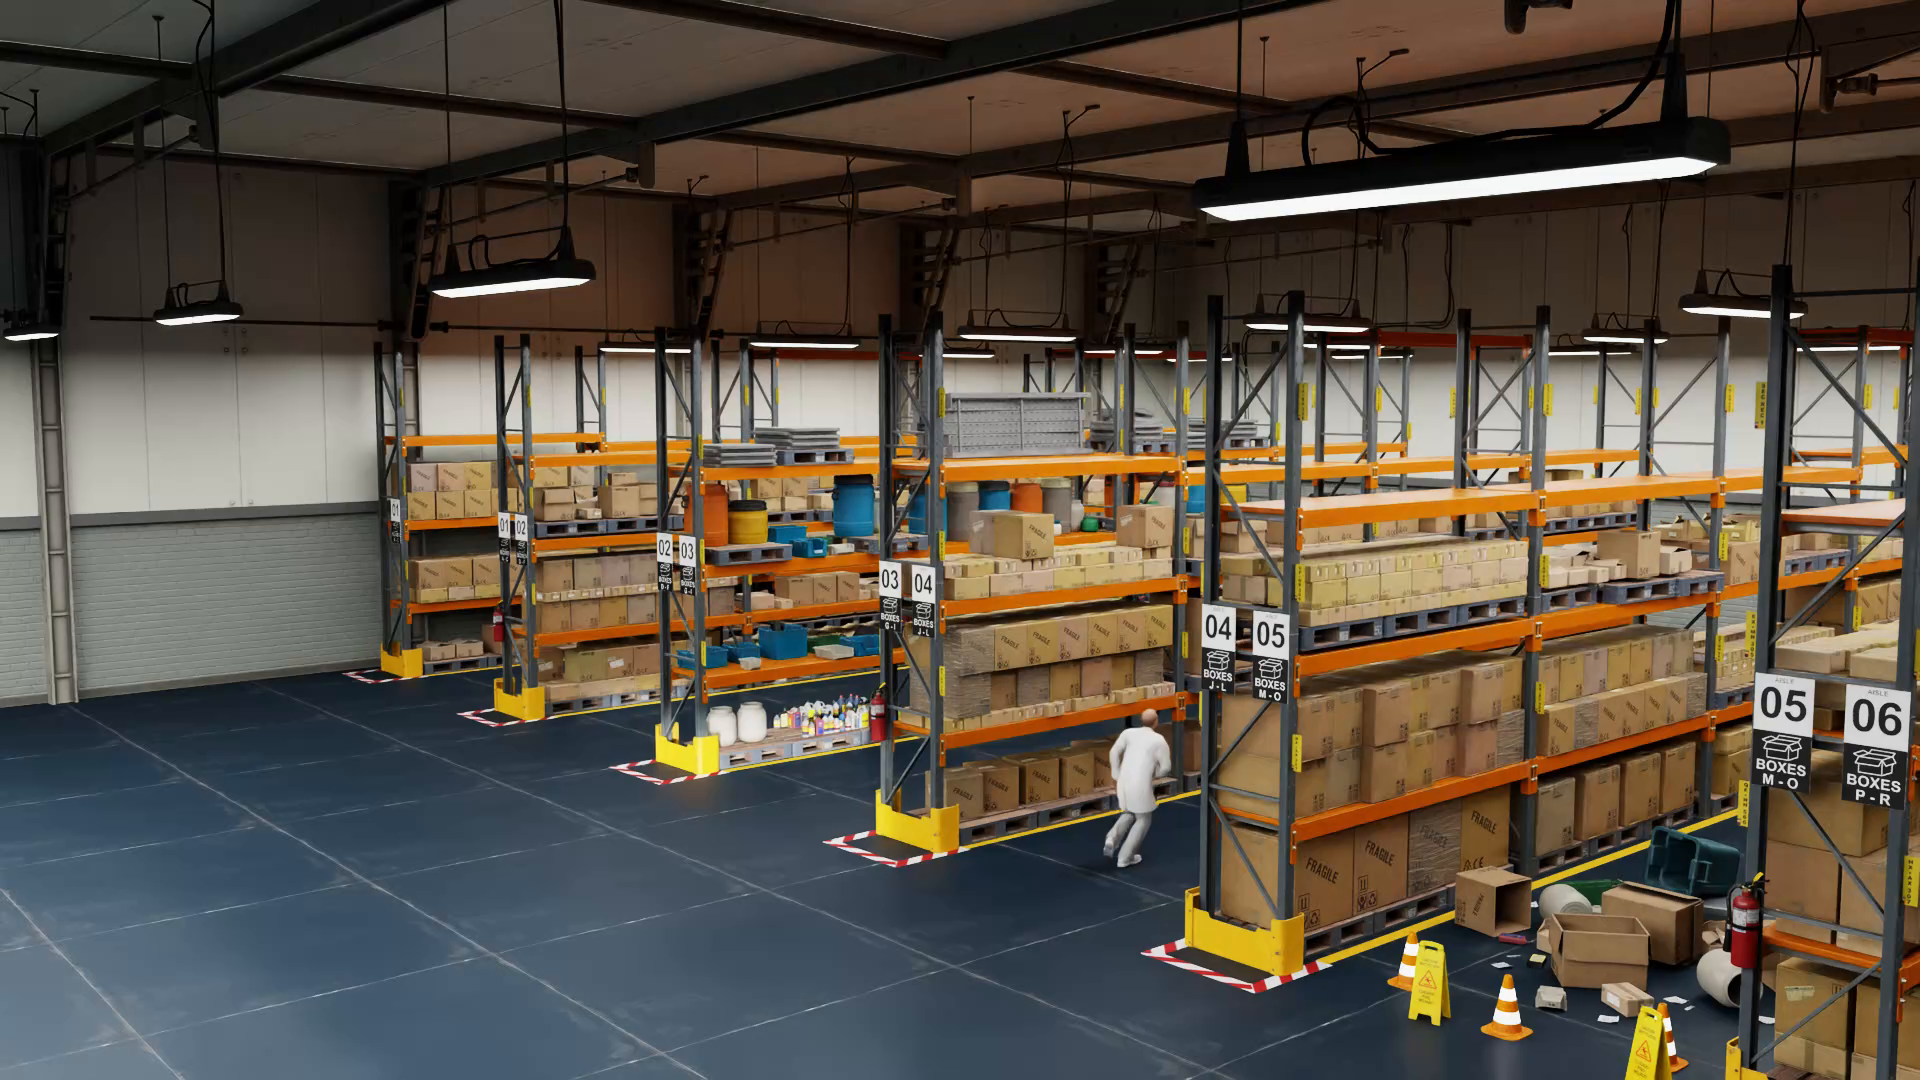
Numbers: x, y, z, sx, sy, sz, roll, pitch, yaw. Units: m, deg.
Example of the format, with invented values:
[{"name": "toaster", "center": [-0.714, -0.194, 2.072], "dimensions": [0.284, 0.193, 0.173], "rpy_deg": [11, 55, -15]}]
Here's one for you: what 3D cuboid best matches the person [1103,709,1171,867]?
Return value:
[{"name": "person", "center": [1.937, 2.710, 18.134], "dimensions": [0.826, 1.629, 0.650], "rpy_deg": [-4, 7, -40]}]
